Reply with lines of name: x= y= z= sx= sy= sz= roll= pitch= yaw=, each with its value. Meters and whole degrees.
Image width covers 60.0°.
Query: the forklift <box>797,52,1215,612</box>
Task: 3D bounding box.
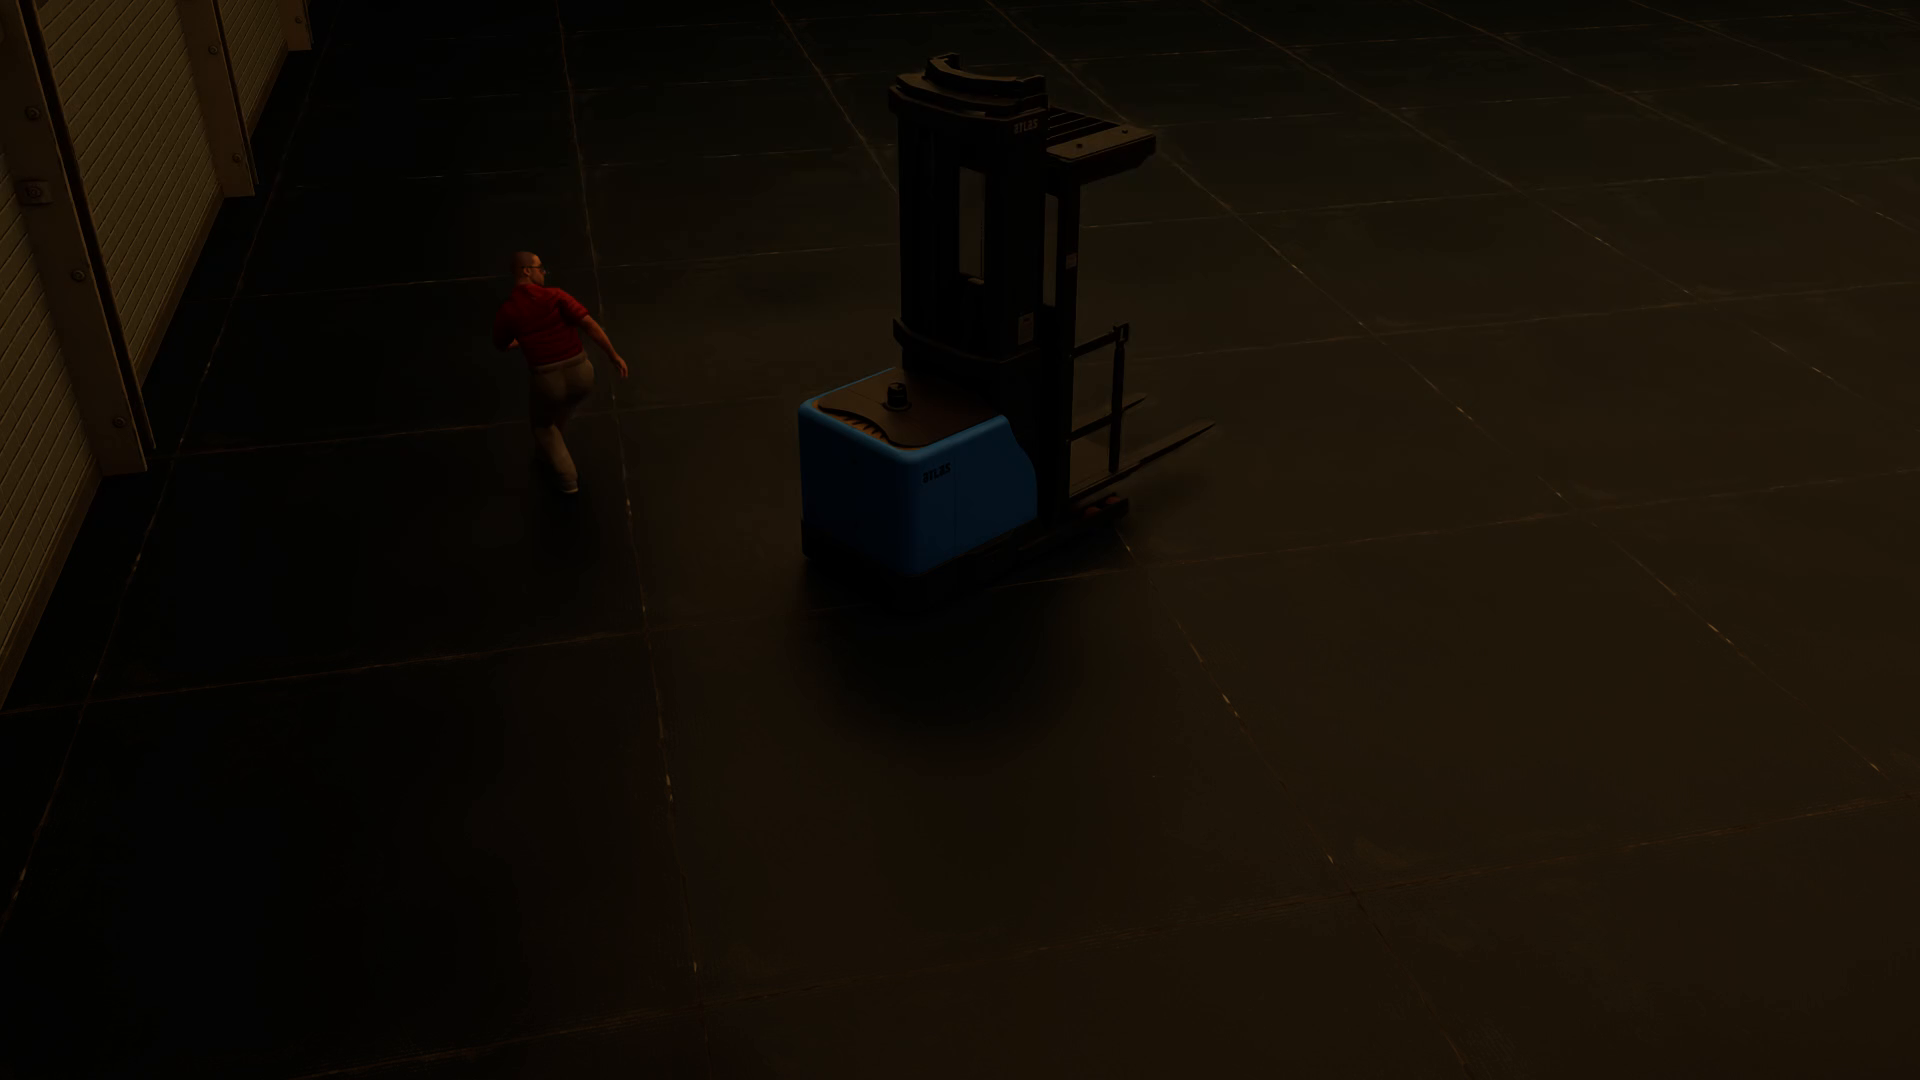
forklift: x=0.439 y=-1.481 z=10.133 sx=3.031 sy=2.935 sz=1.130 roll=-26 pitch=39 yaw=-37

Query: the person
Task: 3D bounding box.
person: x=-2.635 y=-1.154 z=10.936 sx=0.784 sy=1.585 sz=0.800 roll=-11 pitch=32 yaw=-18
